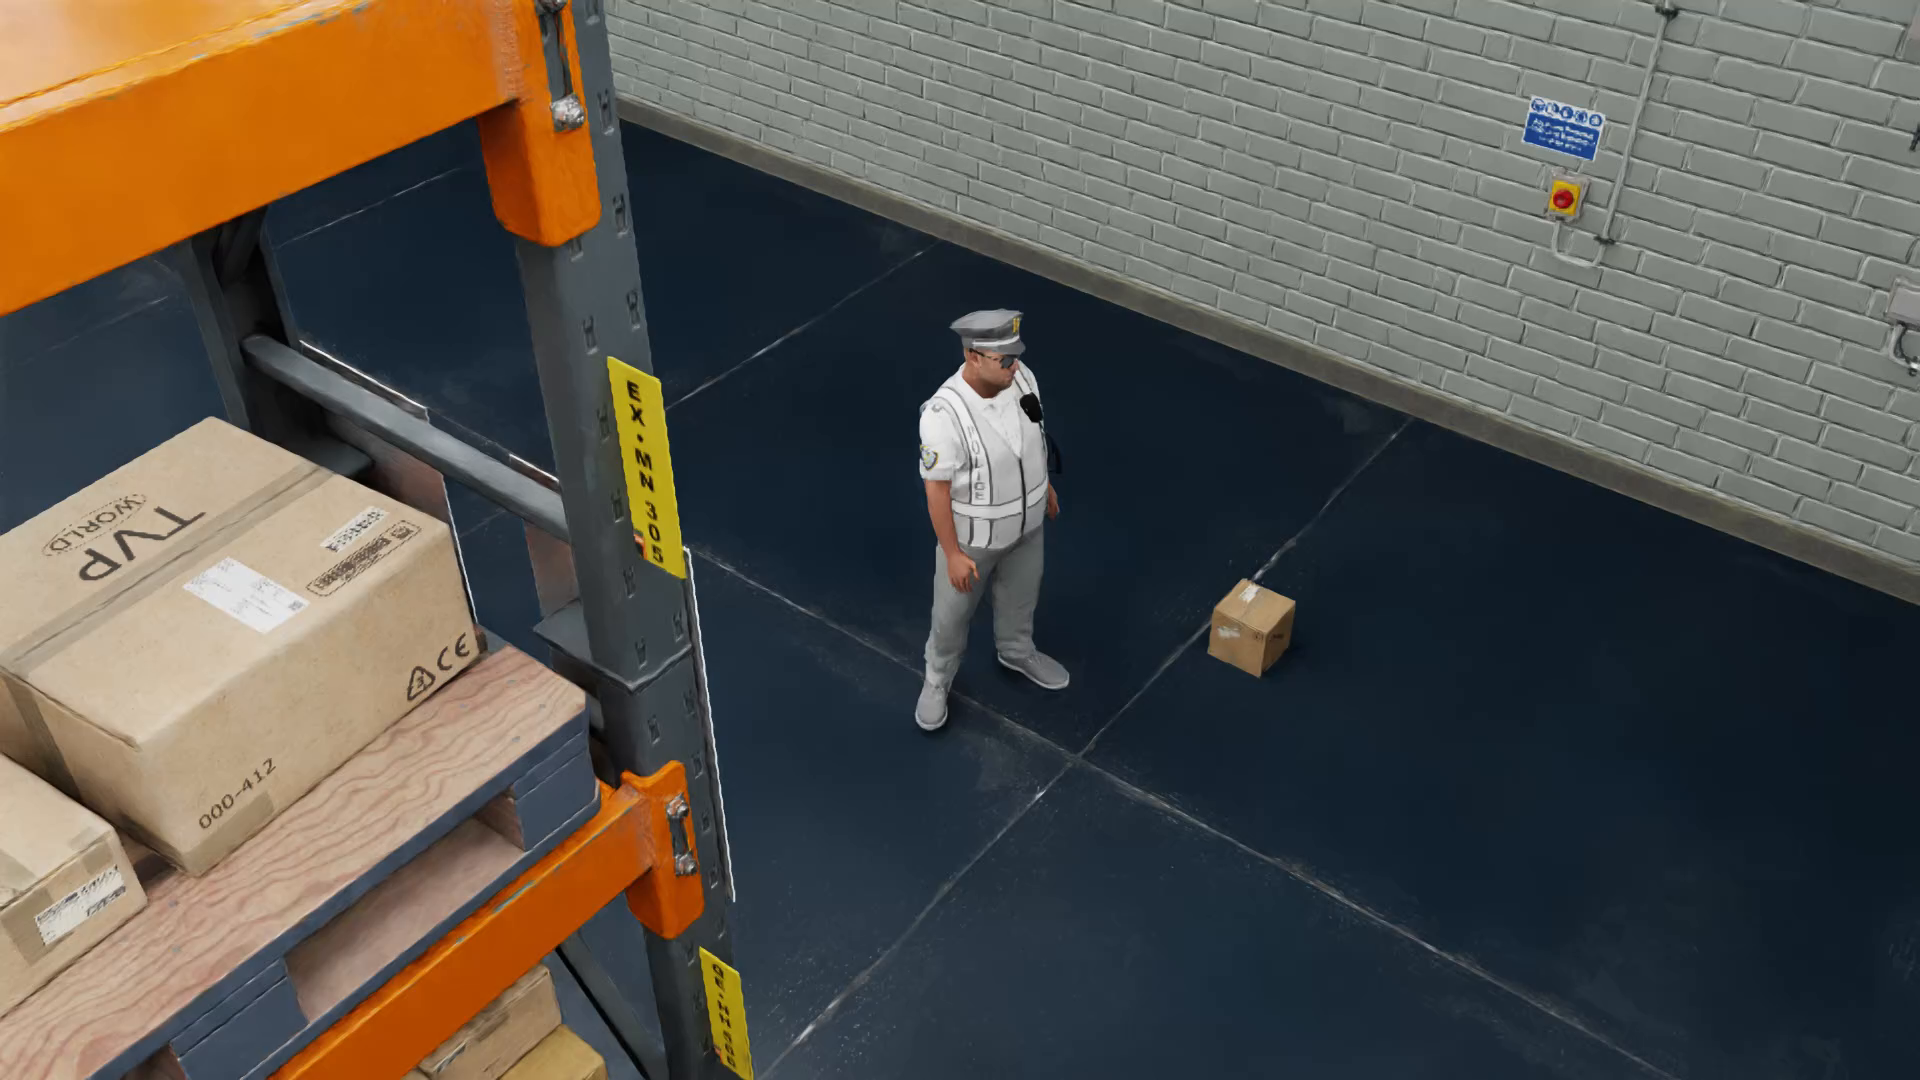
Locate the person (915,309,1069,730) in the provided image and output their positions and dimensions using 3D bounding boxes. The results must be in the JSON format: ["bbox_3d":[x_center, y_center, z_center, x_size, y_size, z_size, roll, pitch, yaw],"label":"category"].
[{"bbox_3d":[0.108,-0.080,6.204,0.691,1.769,0.398,-27,46,-29],"label":"person"}]
